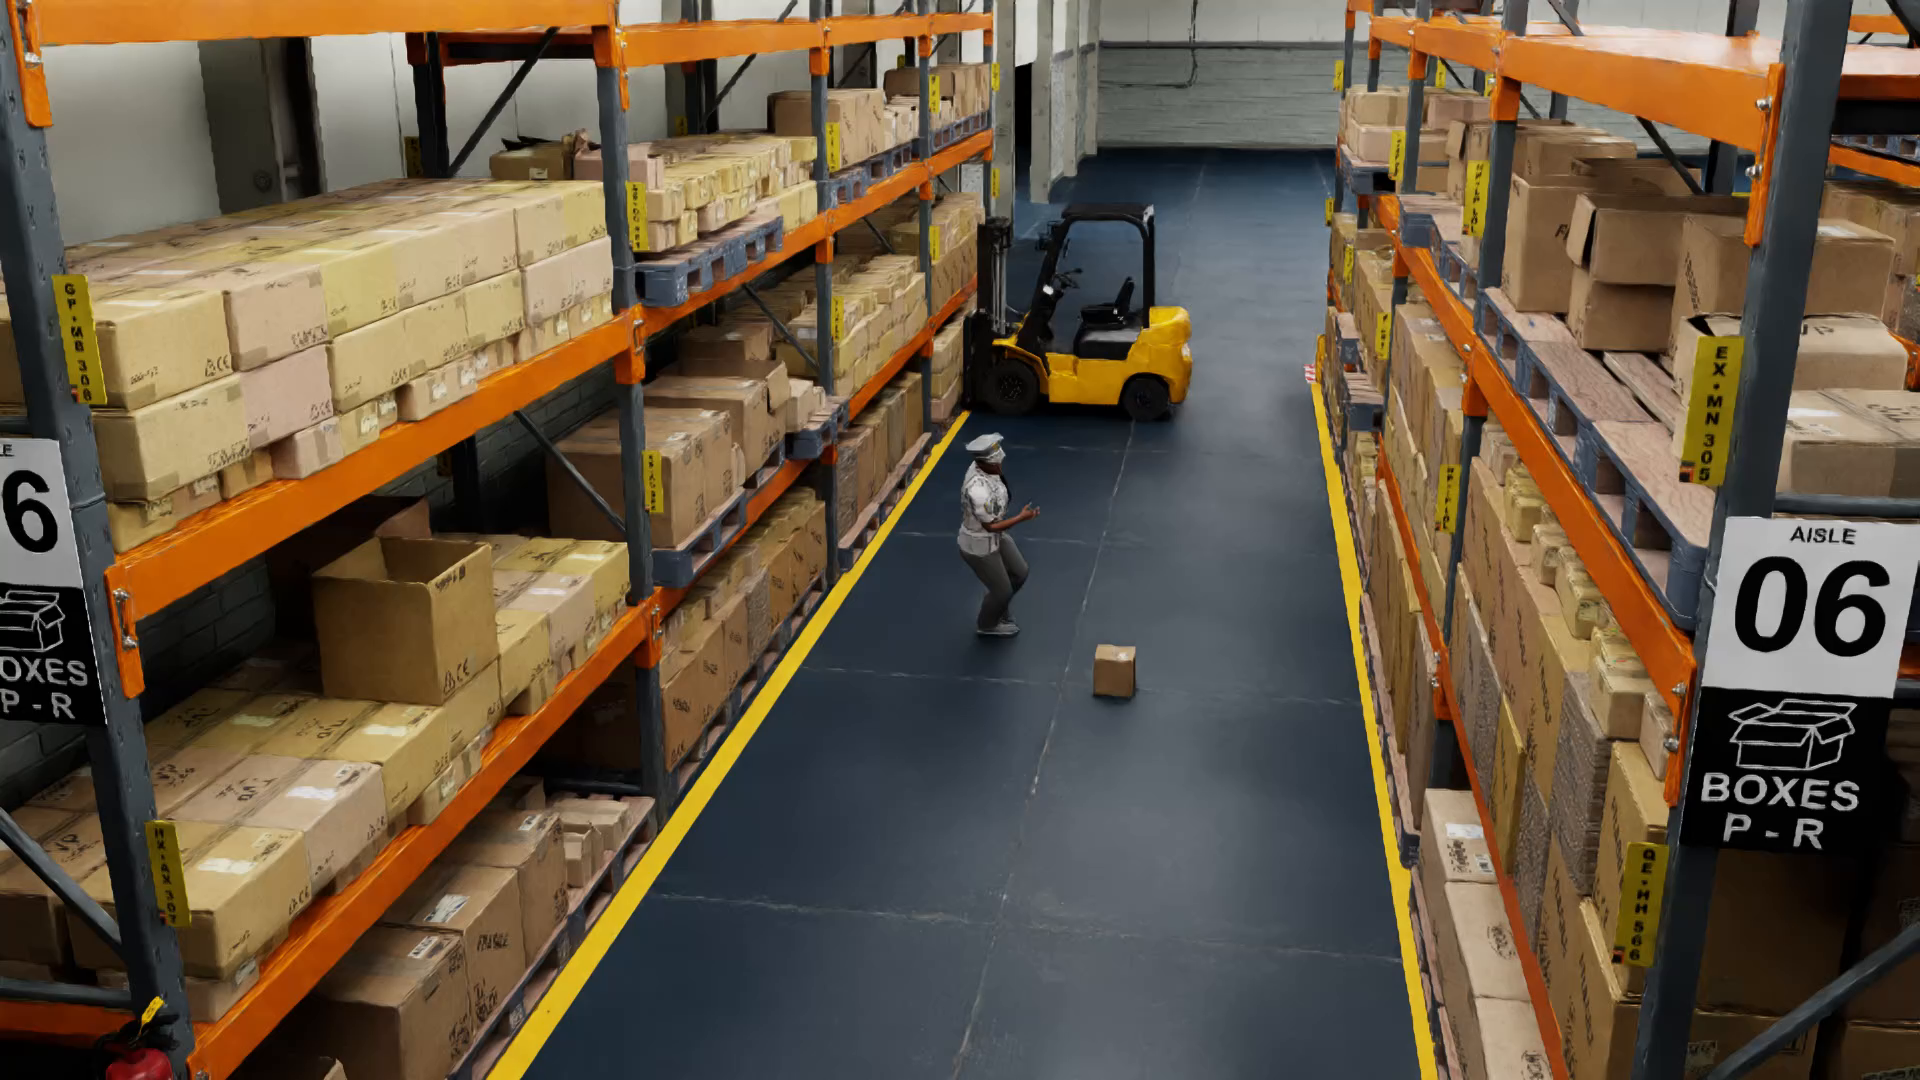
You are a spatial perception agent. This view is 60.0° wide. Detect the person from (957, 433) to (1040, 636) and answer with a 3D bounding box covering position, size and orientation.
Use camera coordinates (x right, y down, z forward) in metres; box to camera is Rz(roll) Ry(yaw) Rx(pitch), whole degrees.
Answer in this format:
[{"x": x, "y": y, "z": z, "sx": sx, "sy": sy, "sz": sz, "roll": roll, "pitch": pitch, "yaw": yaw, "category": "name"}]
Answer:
[{"x": 0.277, "y": -0.021, "z": 11.295, "sx": 0.544, "sy": 1.542, "sz": 0.864, "roll": 3, "pitch": 18, "yaw": 10, "category": "person"}]
